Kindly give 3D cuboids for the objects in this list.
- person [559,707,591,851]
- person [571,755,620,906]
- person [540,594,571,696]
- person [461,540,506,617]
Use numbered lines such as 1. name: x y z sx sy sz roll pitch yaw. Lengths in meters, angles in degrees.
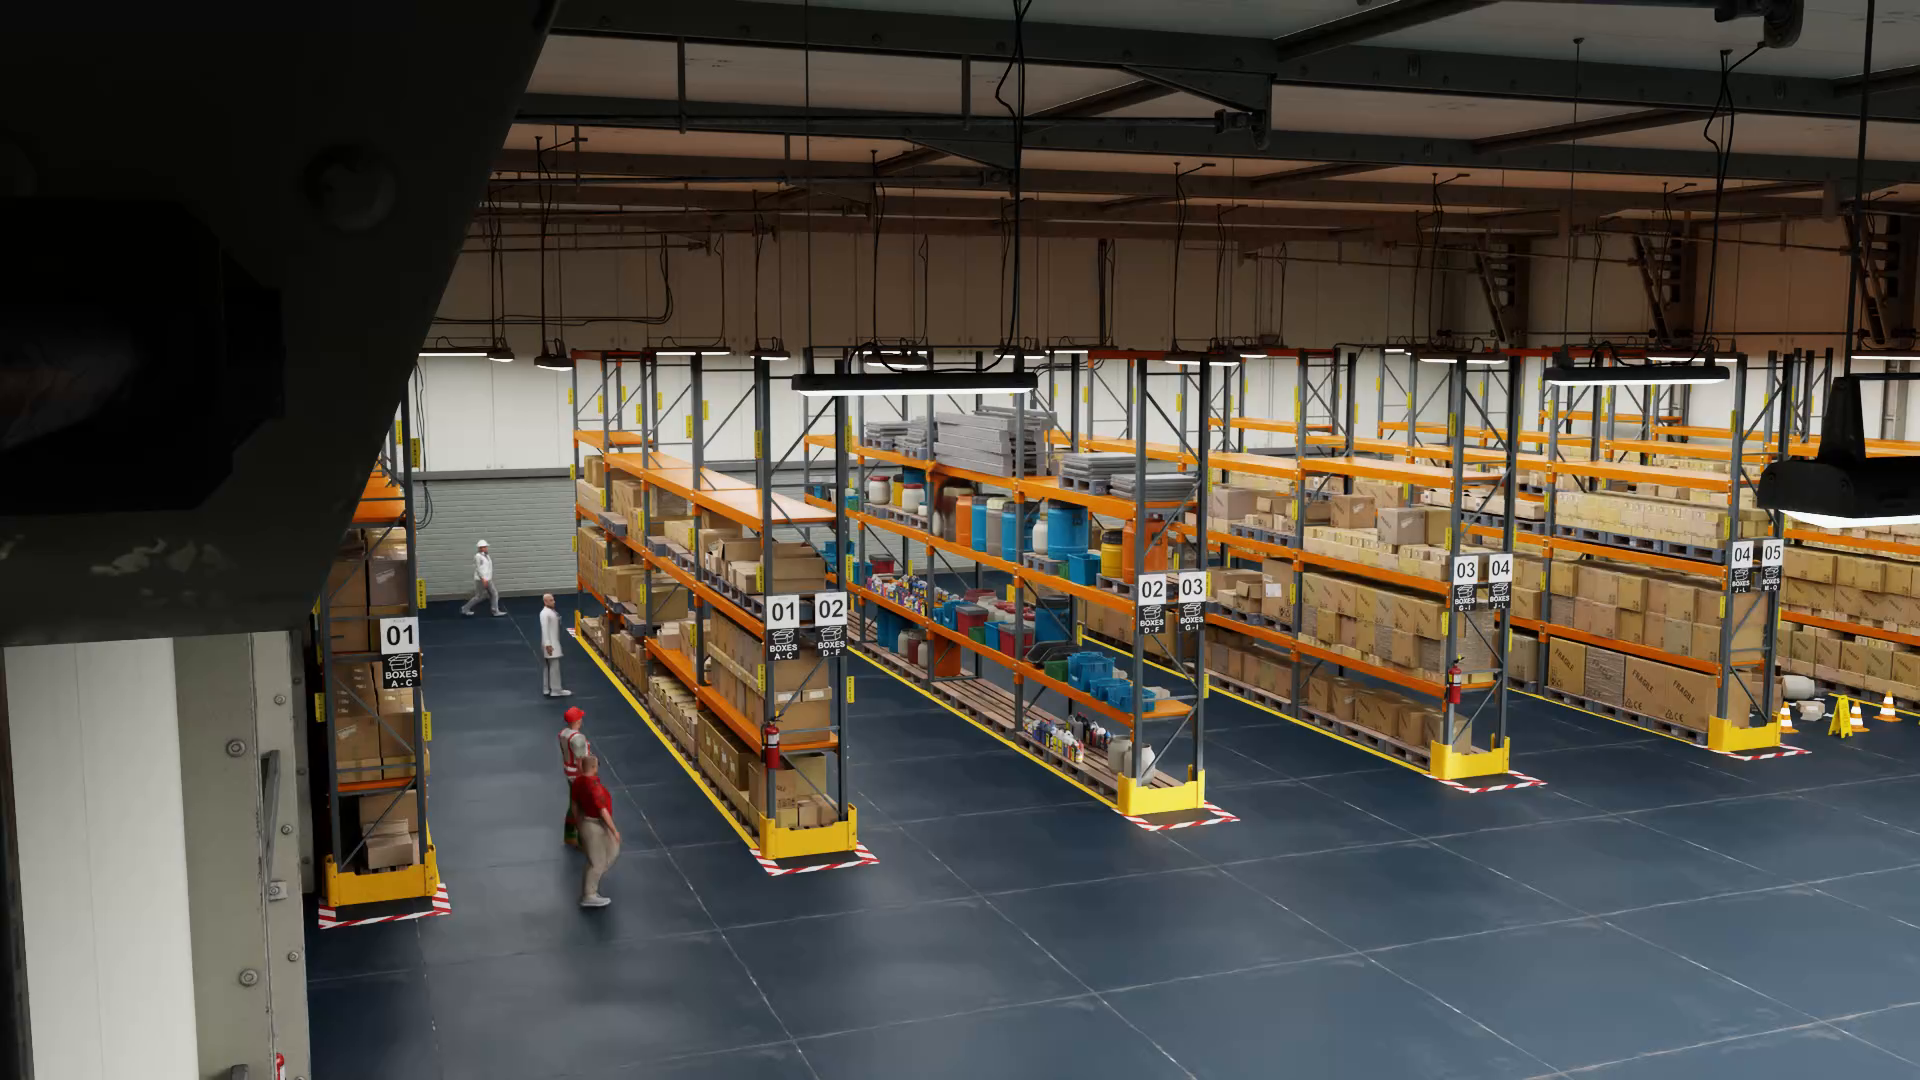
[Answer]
1. person: -4.663 2.937 20.449 0.483 1.830 0.610 -3 8 -21
2. person: -4.007 3.201 18.311 0.519 1.730 0.555 -2 7 -12
3. person: -7.119 1.824 29.210 0.501 1.783 0.603 -2 7 -17
4. person: -10.653 0.865 37.124 0.957 1.735 0.591 0 7 -3
